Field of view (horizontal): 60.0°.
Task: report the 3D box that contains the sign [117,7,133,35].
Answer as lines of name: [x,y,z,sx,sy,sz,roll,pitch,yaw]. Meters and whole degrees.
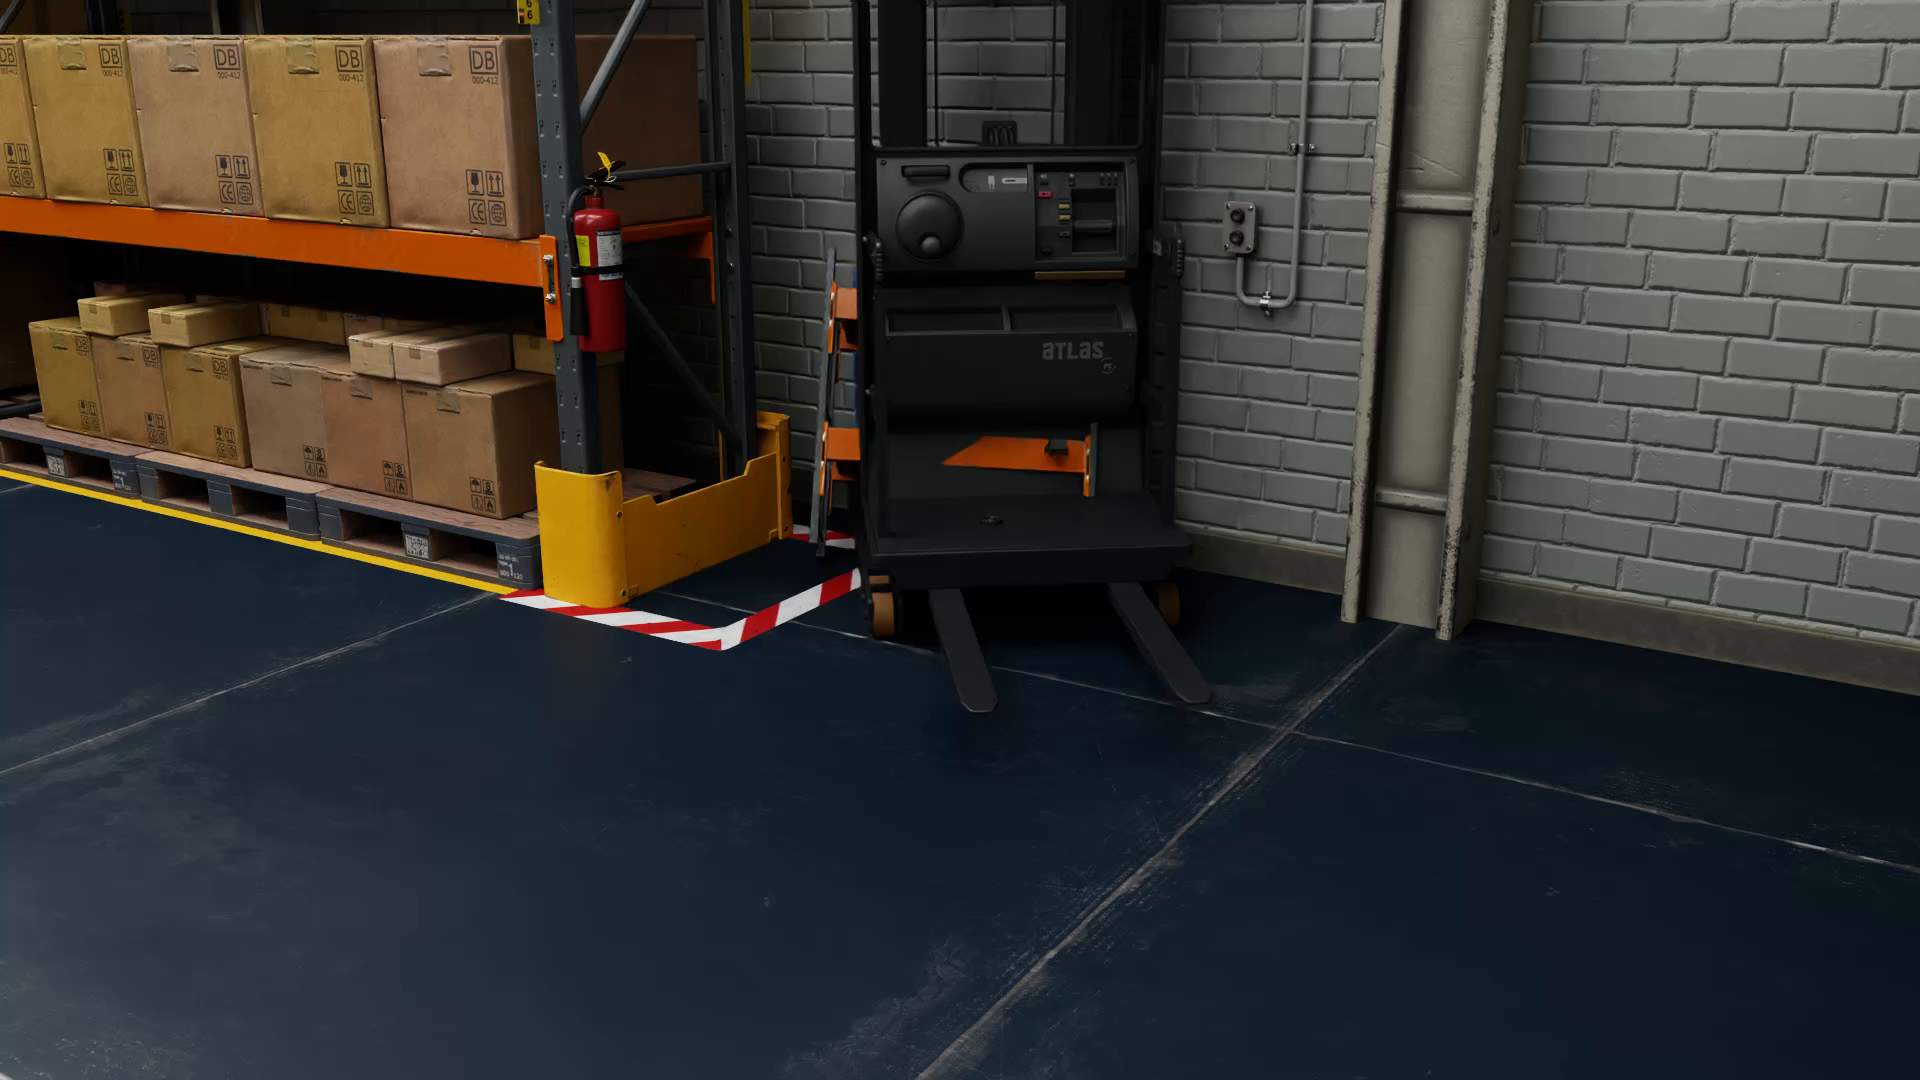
sign: [-4.266,-2.550,8.490,0.005,0.325,0.100,10,20,30]

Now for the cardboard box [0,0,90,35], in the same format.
cardboard box: [-4.811,-2.654,8.447,0.500,0.250,0.500,11,20,32]

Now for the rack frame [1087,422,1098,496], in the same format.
rack frame: [0.496,-0.458,6.465,0.032,1.125,0.500,3,-8,-1]

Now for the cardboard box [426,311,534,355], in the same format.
cardboard box: [-2.016,-0.856,7.002,0.250,0.149,0.380,10,20,30]

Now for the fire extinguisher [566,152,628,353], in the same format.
fire extinguisher: [-1.260,-0.999,5.785,0.183,0.674,0.296,10,20,30]

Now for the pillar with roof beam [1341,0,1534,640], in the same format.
pillar with roof beam: [-0.646,-2.960,1.143,0.400,9.000,9.100,10,20,30]

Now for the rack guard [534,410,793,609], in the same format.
rack guard: [-1.126,-0.152,6.523,0.348,0.500,1.175,10,20,30]

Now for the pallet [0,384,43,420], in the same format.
pallet: [-5.252,-0.725,8.905,1.213,0.211,1.003,10,20,30]

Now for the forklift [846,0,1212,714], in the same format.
forklift: [0.197,-1.164,5.672,1.130,2.935,3.031,-2,17,-6]

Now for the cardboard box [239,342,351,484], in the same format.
cardboard box: [-2.651,-0.591,7.244,0.500,0.500,0.700,9,19,28]

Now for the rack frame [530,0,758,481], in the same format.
rack frame: [-1.147,-1.352,6.171,0.127,3.000,1.000,10,20,30]

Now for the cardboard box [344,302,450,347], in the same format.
cardboard box: [-2.447,-0.933,7.254,0.250,0.149,0.380,10,20,31]

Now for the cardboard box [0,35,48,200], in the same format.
cardboard box: [-4.101,-2.017,7.846,0.700,0.700,0.980,10,20,31]

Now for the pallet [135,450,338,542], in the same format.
pallet: [-2.904,-0.306,7.525,1.213,0.211,1.003,10,20,30]

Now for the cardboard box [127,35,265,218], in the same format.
cardboard box: [-2.857,-1.797,7.120,0.700,0.700,0.980,9,19,27]

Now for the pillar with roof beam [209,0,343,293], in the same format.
pillar with roof beam: [-5.759,-3.873,4.147,0.400,9.000,9.100,10,20,30]

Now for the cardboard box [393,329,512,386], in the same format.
cardboard box: [-2.000,-0.723,6.564,0.250,0.149,0.380,10,19,29]

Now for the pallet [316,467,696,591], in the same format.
pallet: [-1.869,-0.120,6.913,1.213,0.211,1.003,10,20,30]

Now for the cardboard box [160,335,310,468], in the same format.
cardboard box: [-3.109,-0.670,7.505,0.500,0.500,0.700,11,20,31]

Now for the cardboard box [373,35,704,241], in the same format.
cardboard box: [-1.586,-1.571,6.375,0.700,0.700,0.980,11,20,33]

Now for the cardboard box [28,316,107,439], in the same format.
cardboard box: [-3.972,-0.826,8.019,0.500,0.500,0.700,10,20,31]

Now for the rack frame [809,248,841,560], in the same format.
rack frame: [-0.519,-0.511,6.445,0.032,1.125,0.500,3,-8,-1]

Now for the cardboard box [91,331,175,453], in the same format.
cardboard box: [-3.545,-0.749,7.764,0.500,0.500,0.700,10,20,30]

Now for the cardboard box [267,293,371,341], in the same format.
cardboard box: [-2.881,-1.011,7.509,0.250,0.149,0.380,10,19,29]

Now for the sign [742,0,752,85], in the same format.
sign: [-0.851,-1.941,6.484,0.005,0.325,0.100,10,20,30]

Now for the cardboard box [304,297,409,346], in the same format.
cardboard box: [-2.666,-0.972,7.382,0.250,0.149,0.380,10,20,31]

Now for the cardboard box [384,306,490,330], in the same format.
cardboard box: [-2.229,-0.895,7.128,0.250,0.149,0.380,10,20,31]

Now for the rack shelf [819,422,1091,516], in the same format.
rack shelf: [-0.024,-0.242,6.422,1.000,0.278,0.538,3,-8,-1]

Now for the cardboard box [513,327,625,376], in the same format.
cardboard box: [-1.584,-0.780,6.749,0.250,0.149,0.380,10,20,30]

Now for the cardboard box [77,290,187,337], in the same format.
cardboard box: [-3.775,-1.039,7.604,0.250,0.149,0.380,11,20,32]

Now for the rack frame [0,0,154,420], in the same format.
rack frame: [-4.555,-1.960,8.174,0.127,3.000,1.000,10,20,30]

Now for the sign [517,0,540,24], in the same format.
sign: [-1.442,-1.887,5.533,0.005,0.325,0.100,10,20,30]

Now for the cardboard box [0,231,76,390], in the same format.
cardboard box: [-5.177,-1.200,8.645,0.750,0.750,0.750,10,20,31]

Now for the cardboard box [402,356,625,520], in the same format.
cardboard box: [-1.795,-0.439,6.743,0.500,0.500,0.700,10,20,30]

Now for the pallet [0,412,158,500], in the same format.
pallet: [-3.948,-0.491,8.135,1.213,0.211,1.003,10,20,30]

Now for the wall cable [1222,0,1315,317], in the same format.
wall cable: [0.439,-1.878,6.154,1.851,1.984,0.084,10,20,30]

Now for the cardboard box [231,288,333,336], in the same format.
cardboard box: [-3.101,-1.050,7.638,0.250,0.149,0.380,10,20,31]

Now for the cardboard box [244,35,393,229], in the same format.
cardboard box: [-2.212,-1.679,6.730,0.700,0.700,0.980,10,20,30]

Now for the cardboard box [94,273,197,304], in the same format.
cardboard box: [-3.991,-1.208,8.159,0.250,0.149,0.380,10,20,30]

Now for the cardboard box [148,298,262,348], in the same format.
cardboard box: [-3.330,-0.960,7.343,0.250,0.149,0.380,9,19,28]

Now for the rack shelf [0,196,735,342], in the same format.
rack shelf: [-2.851,-1.312,7.277,4.000,0.370,1.077,10,20,30]

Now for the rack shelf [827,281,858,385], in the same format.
rack shelf: [0.003,-0.774,6.494,1.000,0.278,0.538,3,-8,-1]

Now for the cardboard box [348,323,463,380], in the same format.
cardboard box: [-2.218,-0.762,6.691,0.250,0.149,0.380,11,20,32]

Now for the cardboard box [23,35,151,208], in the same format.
cardboard box: [-3.482,-1.905,7.476,0.700,0.700,0.980,10,19,29]

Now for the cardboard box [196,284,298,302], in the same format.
cardboard box: [-3.316,-1.088,7.765,0.250,0.149,0.380,9,19,28]

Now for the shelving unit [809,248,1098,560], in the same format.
shelving unit: [-0.012,-0.484,6.455,1.048,1.125,0.538,3,-8,-1]

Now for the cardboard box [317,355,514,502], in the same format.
cardboard box: [-2.222,-0.515,6.993,0.500,0.500,0.700,10,20,30]
